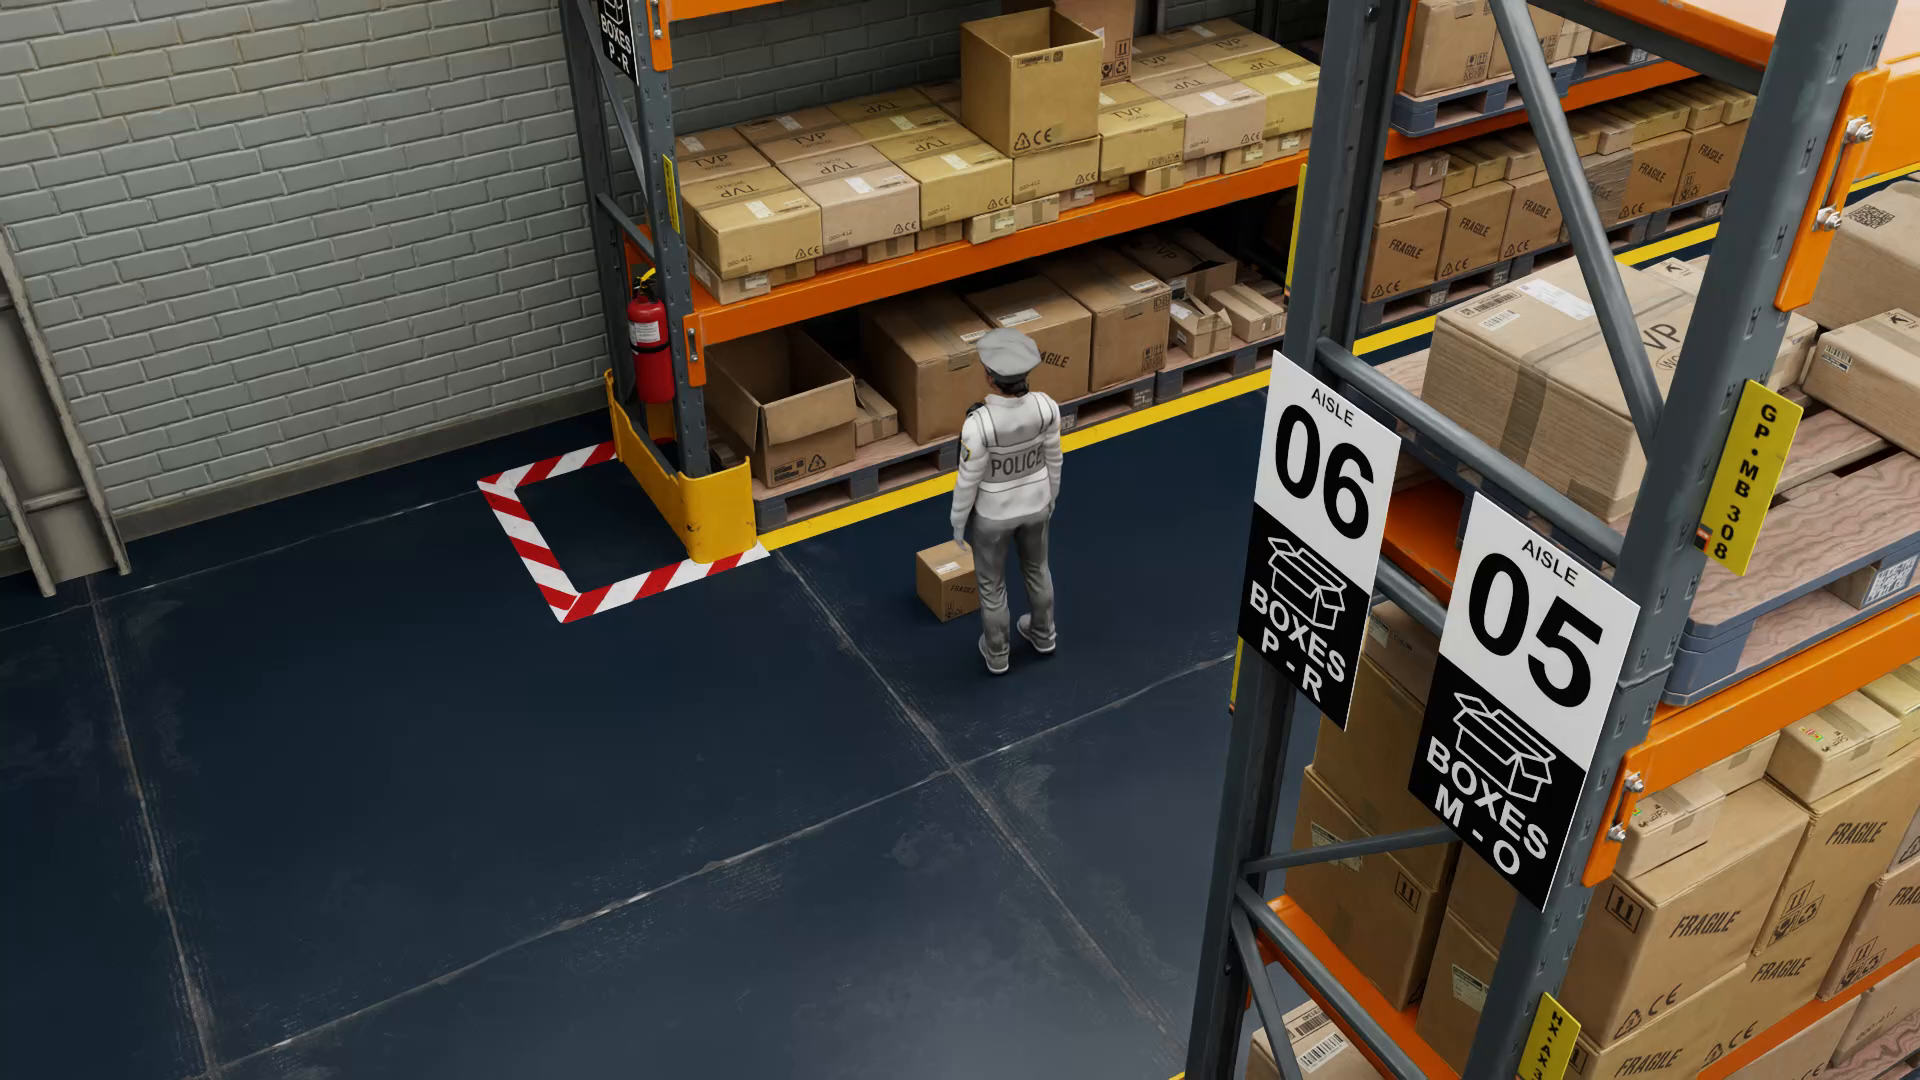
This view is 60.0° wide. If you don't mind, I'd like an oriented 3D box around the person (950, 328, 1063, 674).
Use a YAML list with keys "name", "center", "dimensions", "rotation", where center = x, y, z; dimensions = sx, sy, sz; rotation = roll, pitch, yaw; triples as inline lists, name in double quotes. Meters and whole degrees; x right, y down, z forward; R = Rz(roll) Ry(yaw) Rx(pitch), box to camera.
- name: "person"
  center: [0.189, -0.144, 7.090]
  dimensions: [0.528, 1.688, 0.363]
  rotation: [-16, 40, -20]
